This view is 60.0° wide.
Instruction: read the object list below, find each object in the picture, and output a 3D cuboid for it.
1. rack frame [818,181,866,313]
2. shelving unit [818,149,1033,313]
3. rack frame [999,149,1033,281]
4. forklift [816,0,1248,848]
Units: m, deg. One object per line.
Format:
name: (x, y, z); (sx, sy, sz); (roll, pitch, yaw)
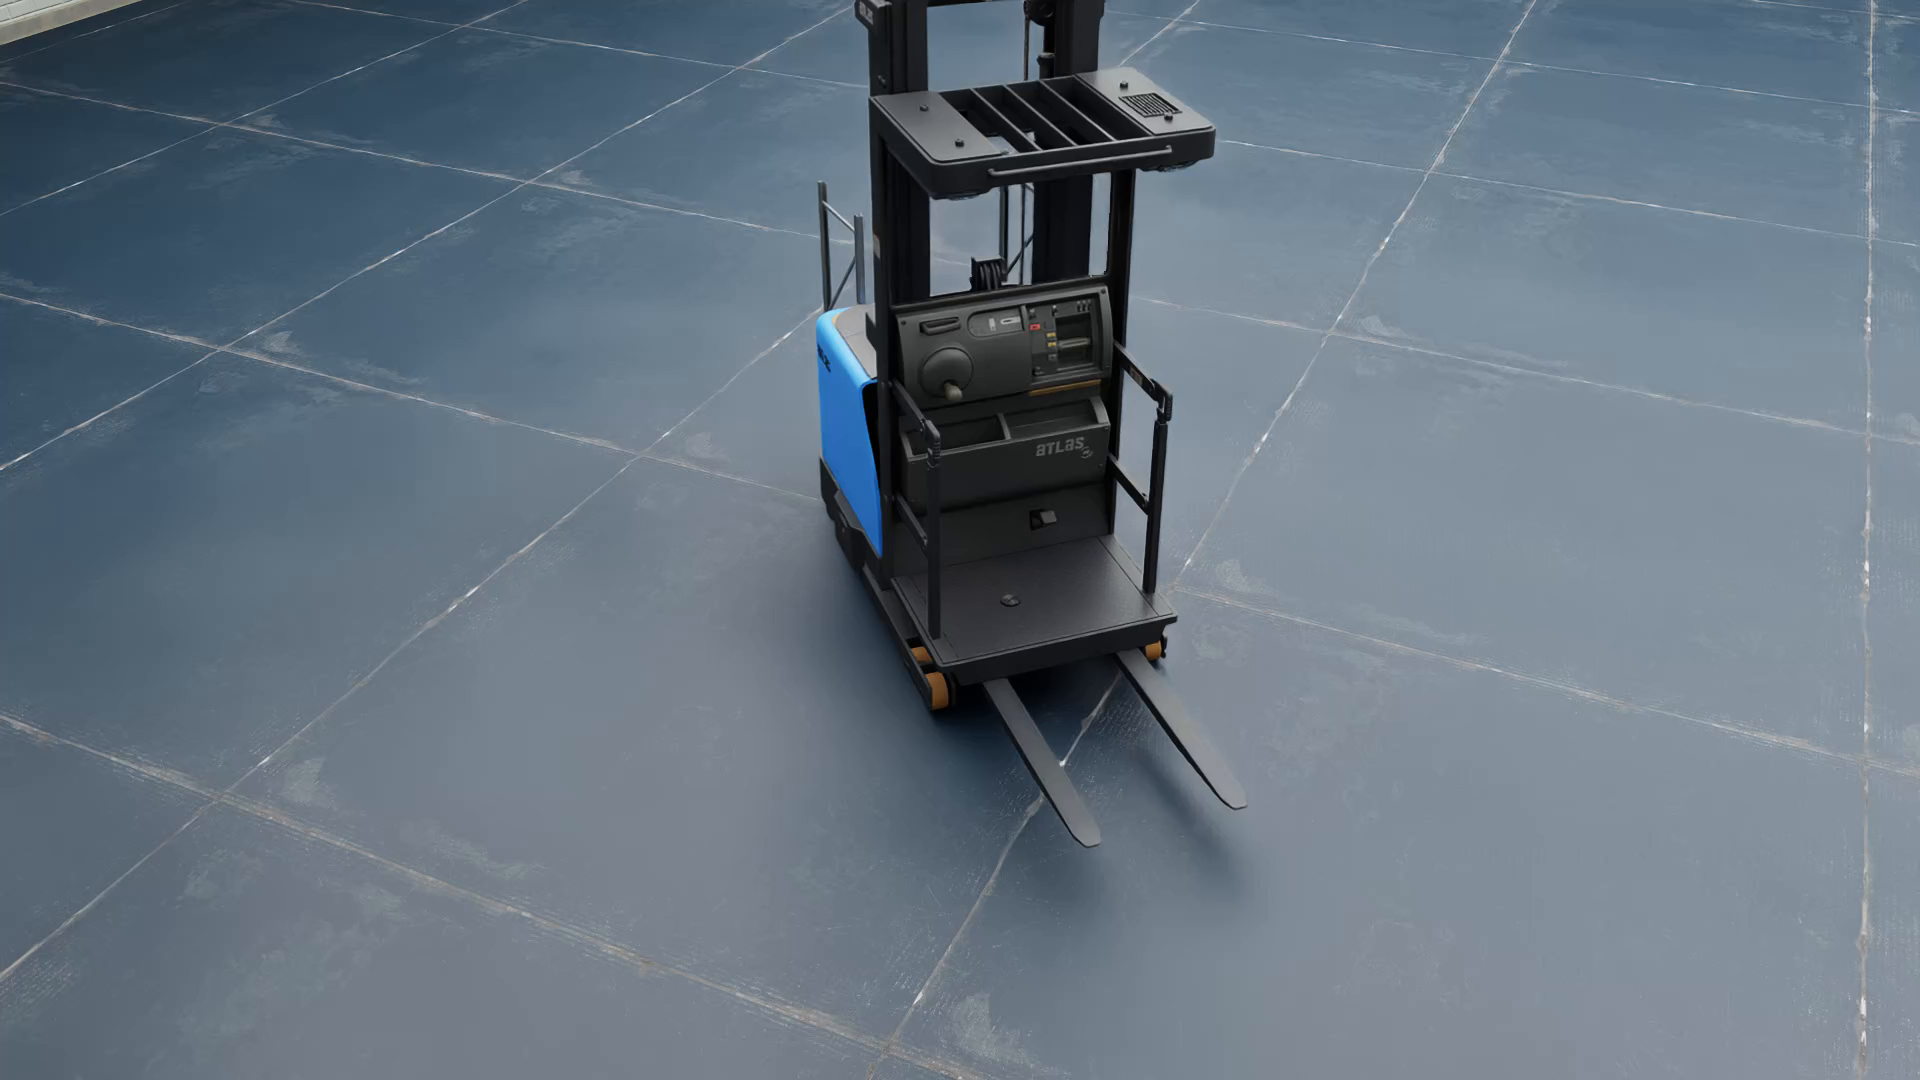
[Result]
rack frame: (-0.581, -1.024, 8.444); (0.032, 1.500, 0.500); (-15, 36, -22)
shelving unit: (-0.124, -1.146, 8.630); (1.048, 1.500, 0.538); (-15, 36, -22)
rack frame: (0.332, -1.268, 8.817); (0.032, 1.500, 0.500); (-15, 36, -22)
forklift: (0.269, -0.751, 6.723); (1.130, 2.935, 3.031); (-11, 35, -16)
